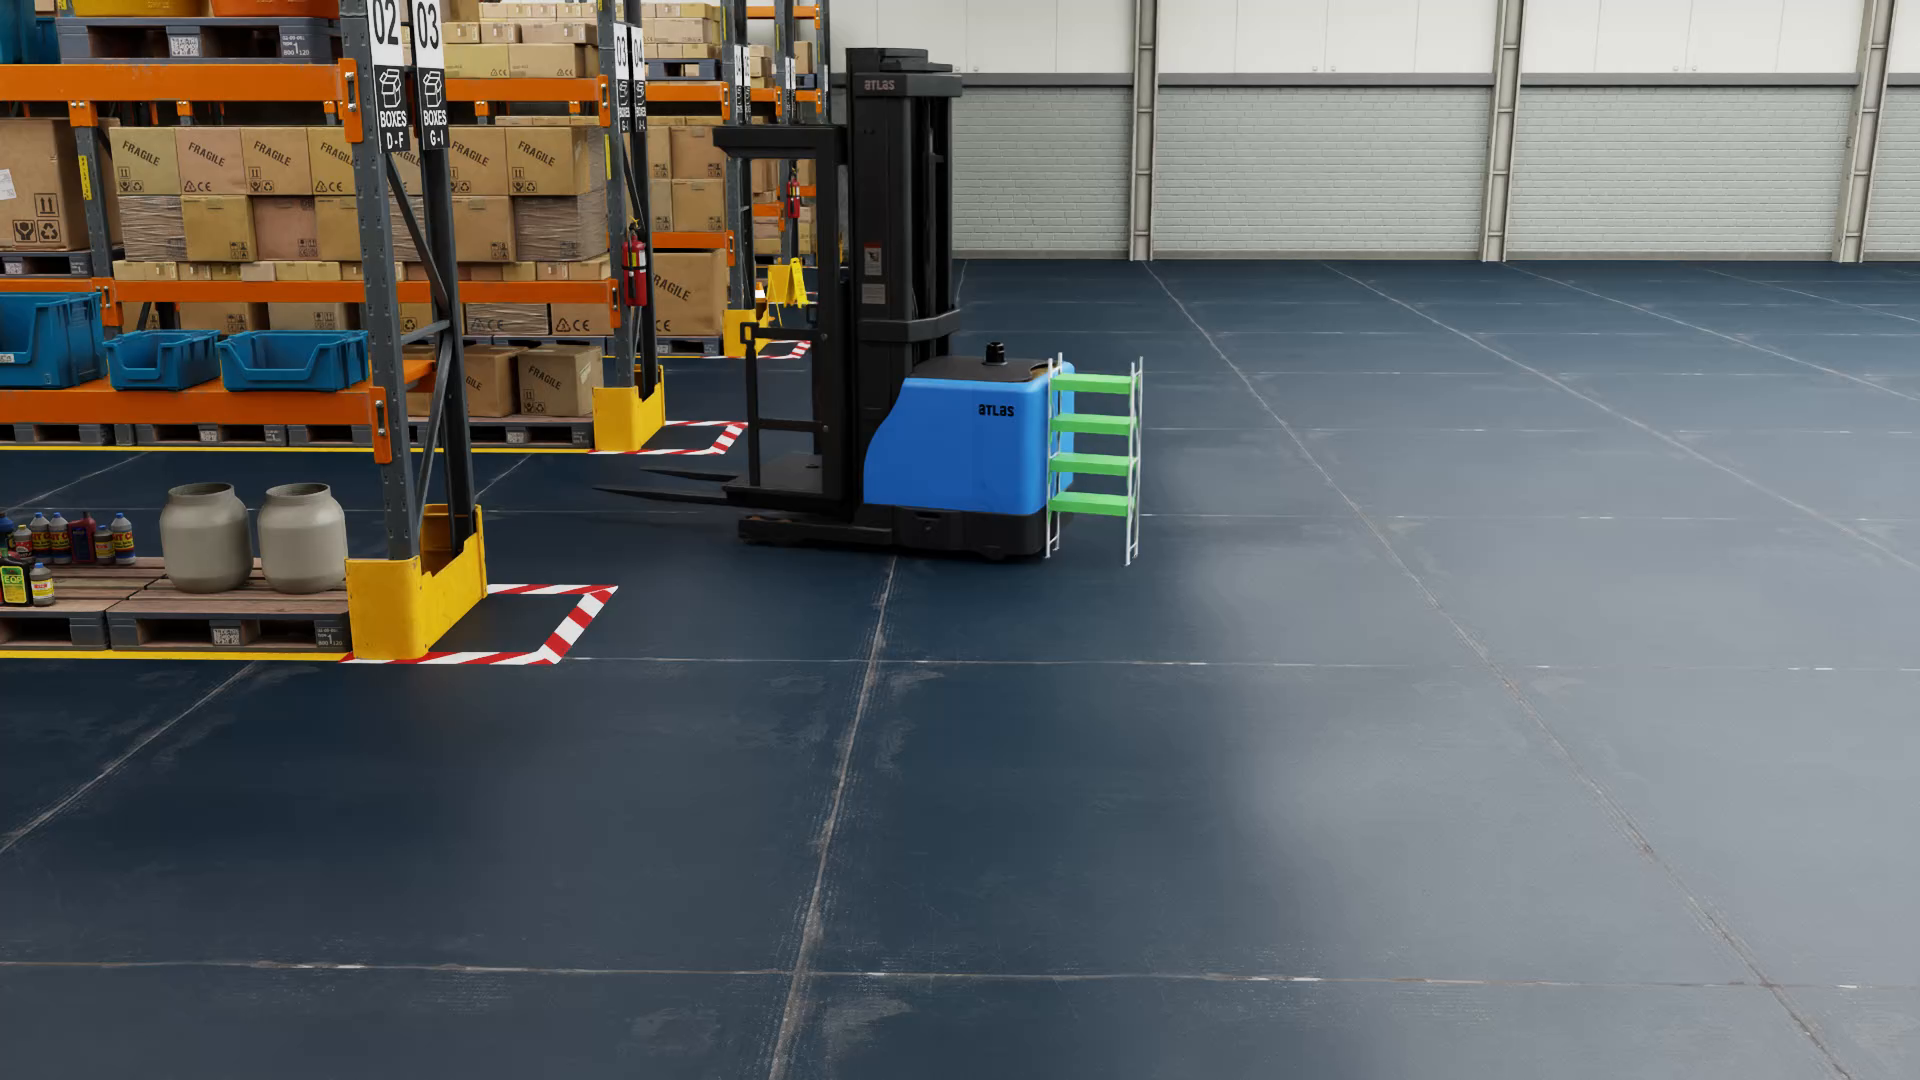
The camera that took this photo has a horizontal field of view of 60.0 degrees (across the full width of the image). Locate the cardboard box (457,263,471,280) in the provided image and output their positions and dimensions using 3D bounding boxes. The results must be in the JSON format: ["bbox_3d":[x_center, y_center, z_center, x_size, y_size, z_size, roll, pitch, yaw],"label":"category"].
[{"bbox_3d":[-3.882,-2.124,13.003,0.250,0.149,0.380,0,15,1],"label":"cardboard box"}]

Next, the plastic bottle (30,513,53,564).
[{"bbox_3d":[-4.966,-0.013,8.995,0.097,0.271,0.097,0,15,0],"label":"plastic bottle"}]

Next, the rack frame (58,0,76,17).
[{"bbox_3d":[-6.591,-5.215,12.467,0.127,3.000,1.000,0,15,1],"label":"rack frame"}]

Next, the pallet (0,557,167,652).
[{"bbox_3d":[-4.825,0.319,8.716,1.213,0.211,1.003,0,15,1],"label":"pallet"}]

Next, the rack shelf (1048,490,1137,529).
[{"bbox_3d":[0.789,-0.184,9.878,0.480,0.148,0.258,5,16,18],"label":"rack shelf"}]

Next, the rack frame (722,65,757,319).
[{"bbox_3d":[-2.365,-3.553,17.925,0.127,3.000,1.000,0,15,1],"label":"rack frame"}]

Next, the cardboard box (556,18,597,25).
[{"bbox_3d":[-3.863,-5.265,17.226,0.500,0.250,0.500,0,15,1],"label":"cardboard box"}]

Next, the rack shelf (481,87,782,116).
[{"bbox_3d":[-4.339,-5.931,22.471,4.000,0.370,1.077,0,15,1],"label":"rack shelf"}]

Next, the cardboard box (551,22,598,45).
[{"bbox_3d":[-2.878,-3.781,12.424,0.250,0.149,0.380,0,15,1],"label":"cardboard box"}]

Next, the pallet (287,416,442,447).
[{"bbox_3d":[-4.696,-0.963,13.578,1.213,0.211,1.003,0,15,1],"label":"pallet"}]

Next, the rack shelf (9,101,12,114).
[{"bbox_3d":[-12.362,-4.720,17.881,4.000,0.370,1.077,0,15,1],"label":"rack shelf"}]

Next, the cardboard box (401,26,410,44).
[{"bbox_3d":[-4.179,-3.792,12.463,0.250,0.149,0.380,0,15,-1],"label":"cardboard box"}]

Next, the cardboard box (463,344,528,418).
[{"bbox_3d":[-3.815,-1.286,13.412,0.500,0.500,0.500,4,15,16],"label":"cardboard box"}]

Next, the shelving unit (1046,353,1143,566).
[{"bbox_3d":[0.789,-0.478,9.801,0.503,1.200,0.258,5,16,18],"label":"shelving unit"}]

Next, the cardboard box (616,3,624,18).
[{"bbox_3d":[-3.475,-5.439,17.106,0.250,0.149,0.380,1,15,2],"label":"cardboard box"}]

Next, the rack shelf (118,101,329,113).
[{"bbox_3d":[-12.213,-7.249,27.466,4.000,0.370,1.077,0,15,1],"label":"rack shelf"}]

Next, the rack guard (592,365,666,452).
[{"bbox_3d":[-2.669,-1.080,13.454,0.348,0.500,1.175,0,15,1],"label":"rack guard"}]

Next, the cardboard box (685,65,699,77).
[{"bbox_3d":[-3.361,-6.279,22.090,0.500,0.250,0.500,0,15,1],"label":"cardboard box"}]

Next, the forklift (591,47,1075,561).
[{"bbox_3d":[-0.847,-1.499,10.277,3.031,2.935,1.130,5,16,18],"label":"forklift"}]

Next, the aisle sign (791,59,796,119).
[{"bbox_3d":[-2.270,-6.151,22.679,0.004,0.787,0.394,0,15,1],"label":"aisle sign"}]

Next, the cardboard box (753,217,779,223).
[{"bbox_3d":[-3.195,-5.364,27.397,0.500,0.250,0.500,1,15,2],"label":"cardboard box"}]

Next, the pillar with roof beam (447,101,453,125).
[{"bbox_3d":[-8.997,-8.158,23.620,0.400,9.000,9.100,0,15,1],"label":"pillar with roof beam"}]

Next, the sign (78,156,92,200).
[{"bbox_3d":[-6.602,-2.733,12.548,0.005,0.325,0.100,0,15,1],"label":"sign"}]

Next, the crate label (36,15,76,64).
[{"bbox_3d":[-4.582,-2.500,8.348,0.408,0.251,0.502,0,15,1],"label":"crate label"}]

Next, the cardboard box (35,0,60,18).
[{"bbox_3d":[-7.059,-4.046,12.890,0.637,0.503,0.797,0,15,-1],"label":"cardboard box"}]

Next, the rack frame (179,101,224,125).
[{"bbox_3d":[-10.337,-4.868,22.910,0.127,3.000,1.000,0,15,1],"label":"rack frame"}]

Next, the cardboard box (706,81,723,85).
[{"bbox_3d":[-3.218,-6.079,22.114,0.250,0.149,0.380,1,15,3],"label":"cardboard box"}]

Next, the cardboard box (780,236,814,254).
[{"bbox_3d":[-2.694,-4.877,27.514,0.500,0.250,0.500,0,15,2],"label":"cardboard box"}]

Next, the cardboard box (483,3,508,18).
[{"bbox_3d":[-4.736,-5.447,17.138,0.250,0.149,0.380,0,15,1],"label":"cardboard box"}]

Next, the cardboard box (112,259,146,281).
[{"bbox_3d":[-6.384,-2.115,12.968,0.250,0.149,0.380,0,15,1],"label":"cardboard box"}]

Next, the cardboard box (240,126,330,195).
[{"bbox_3d":[-5.148,-2.916,12.773,0.500,0.500,0.500,0,15,1],"label":"cardboard box"}]

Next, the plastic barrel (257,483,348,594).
[{"bbox_3d":[-3.379,-0.010,8.552,0.421,0.512,0.421,0,15,0],"label":"plastic barrel"}]

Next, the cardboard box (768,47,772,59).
[{"bbox_3d":[-2.690,-6.584,22.466,0.250,0.149,0.380,0,15,1],"label":"cardboard box"}]

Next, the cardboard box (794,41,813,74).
[{"bbox_3d":[-2.665,-7.772,26.824,0.500,0.500,0.500,1,15,3],"label":"cardboard box"}]

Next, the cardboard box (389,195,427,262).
[{"bbox_3d":[-4.143,-2.478,13.073,0.500,0.500,0.875,0,15,1],"label":"cardboard box"}]

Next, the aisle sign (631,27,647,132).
[{"bbox_3d":[-2.523,-3.621,13.090,0.004,0.787,0.394,0,15,1],"label":"aisle sign"}]

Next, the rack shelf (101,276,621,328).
[{"bbox_3d":[-4.592,-1.953,13.275,4.000,0.370,1.077,0,15,1],"label":"rack shelf"}]

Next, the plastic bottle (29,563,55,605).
[{"bbox_3d":[-4.566,0.215,8.268,0.097,0.201,0.097,0,15,0],"label":"plastic bottle"}]

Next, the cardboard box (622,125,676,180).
[{"bbox_3d":[-3.287,-4.140,17.739,0.550,0.550,0.875,0,15,1],"label":"cardboard box"}]

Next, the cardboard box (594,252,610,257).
[{"bbox_3d":[-2.871,-2.230,13.403,0.250,0.149,0.380,0,15,1],"label":"cardboard box"}]

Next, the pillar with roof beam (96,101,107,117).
[{"bbox_3d":[-14.996,-8.197,23.769,0.400,9.000,9.100,0,15,1],"label":"pillar with roof beam"}]

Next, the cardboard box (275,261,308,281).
[{"bbox_3d":[-5.134,-2.113,12.961,0.250,0.149,0.380,0,15,1],"label":"cardboard box"}]

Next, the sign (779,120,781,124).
[{"bbox_3d":[-2.374,-5.387,21.988,0.005,0.325,0.100,0,15,1],"label":"sign"}]

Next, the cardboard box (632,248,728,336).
[{"bbox_3d":[-3.045,-2.716,18.096,0.875,0.875,0.875,0,15,2],"label":"cardboard box"}]

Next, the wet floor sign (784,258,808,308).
[{"bbox_3d":[-2.177,-3.403,21.974,0.232,0.644,0.267,6,16,21],"label":"wet floor sign"}]

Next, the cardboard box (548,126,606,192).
[{"bbox_3d":[-3.135,-3.037,13.232,0.500,0.500,0.500,0,15,1],"label":"cardboard box"}]

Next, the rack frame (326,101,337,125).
[{"bbox_3d":[-10.214,-6.134,27.708,0.127,3.000,1.000,0,15,1],"label":"rack frame"}]

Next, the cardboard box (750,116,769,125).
[{"bbox_3d":[-2.856,-5.439,22.336,0.500,0.500,0.700,0,15,0],"label":"cardboard box"}]

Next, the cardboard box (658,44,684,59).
[{"bbox_3d":[-2.958,-5.050,17.196,0.250,0.149,0.380,0,15,2],"label":"cardboard box"}]

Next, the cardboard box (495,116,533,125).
[{"bbox_3d":[-5.904,-5.459,22.412,0.500,0.500,0.700,0,15,1],"label":"cardboard box"}]
